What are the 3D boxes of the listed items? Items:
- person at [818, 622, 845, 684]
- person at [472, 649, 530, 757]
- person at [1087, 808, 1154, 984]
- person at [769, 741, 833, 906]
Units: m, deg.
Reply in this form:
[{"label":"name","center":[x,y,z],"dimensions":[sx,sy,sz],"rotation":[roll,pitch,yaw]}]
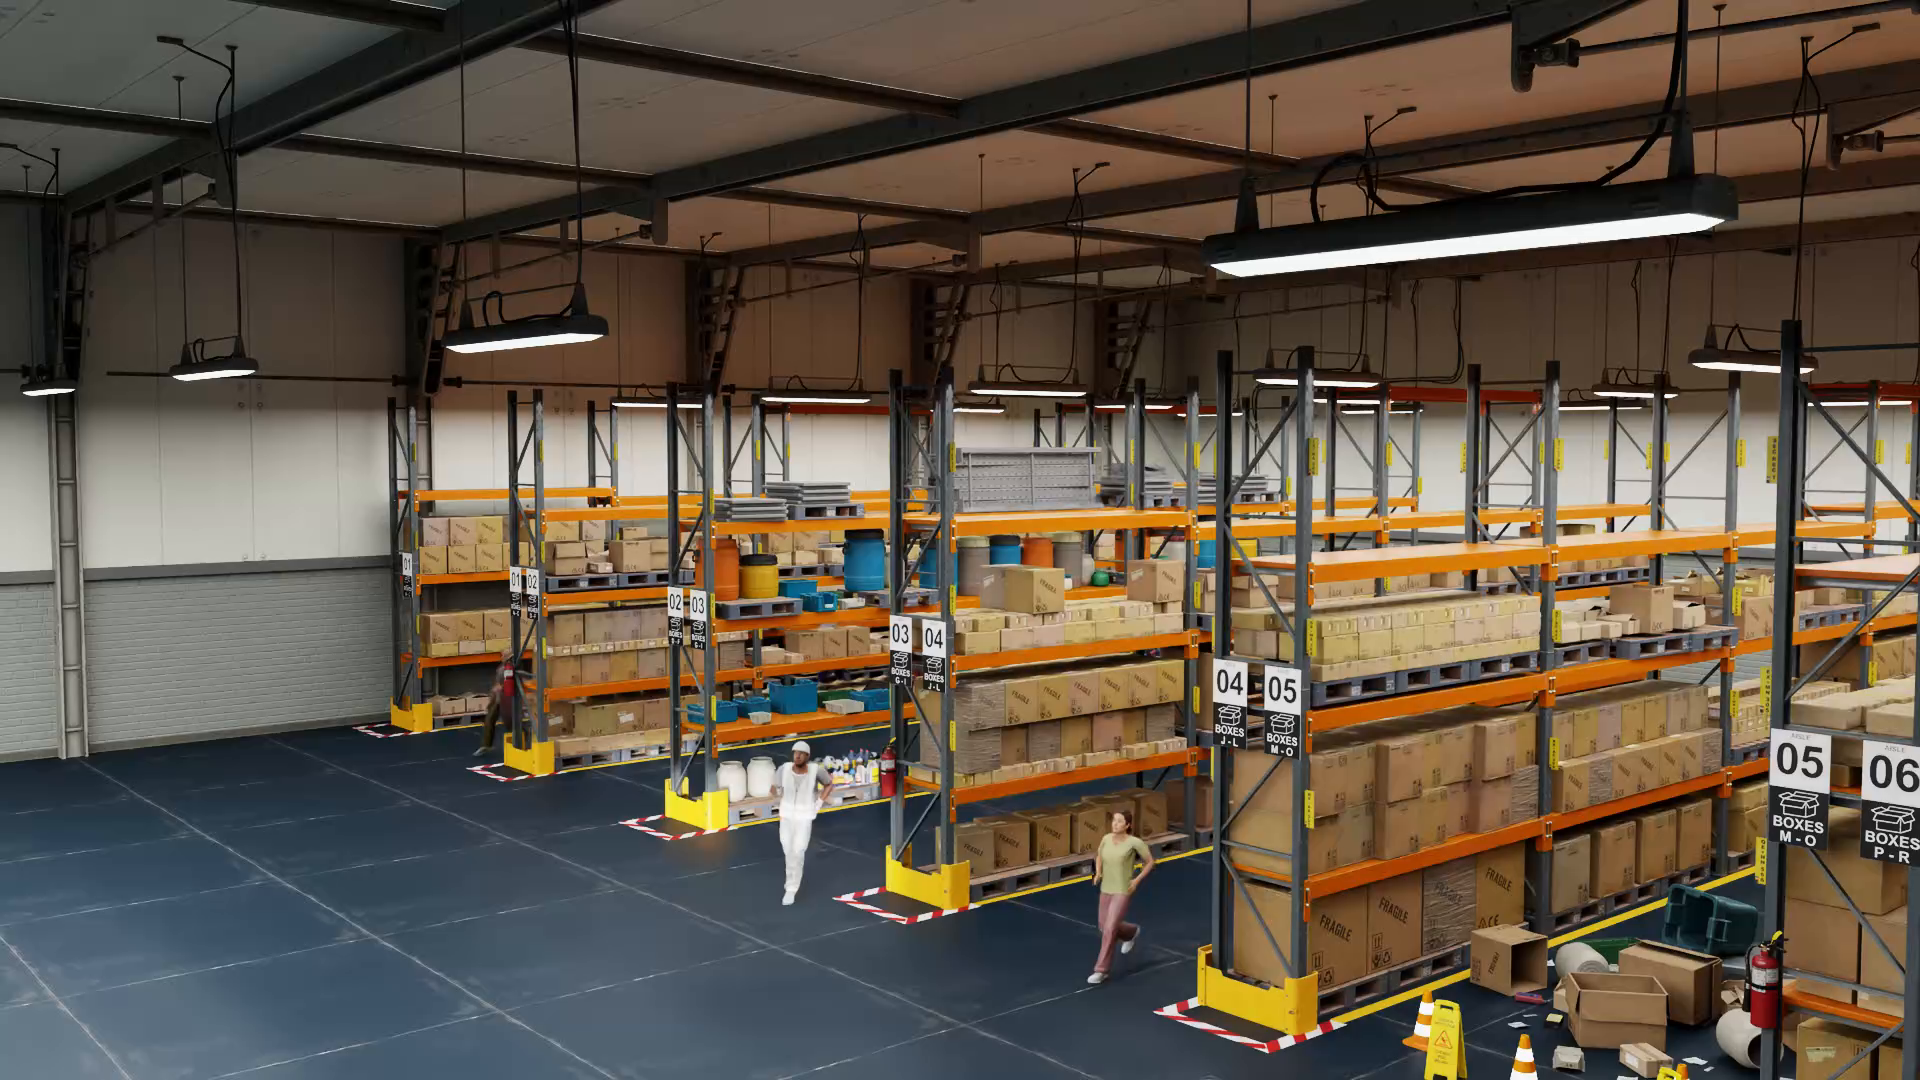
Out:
[{"label":"person","center":[-2.531,2.193,32.412],"dimensions":[0.667,1.730,0.612],"rotation":[-2,4,-34]},{"label":"person","center":[-7.526,2.675,27.539],"dimensions":[0.749,1.769,0.979],"rotation":[3,4,38]},{"label":"person","center":[1.553,3.410,16.104],"dimensions":[0.599,1.645,0.829],"rotation":[2,4,36]},{"label":"person","center":[-1.821,3.181,18.850],"dimensions":[0.678,1.838,0.760],"rotation":[1,3,13]}]
